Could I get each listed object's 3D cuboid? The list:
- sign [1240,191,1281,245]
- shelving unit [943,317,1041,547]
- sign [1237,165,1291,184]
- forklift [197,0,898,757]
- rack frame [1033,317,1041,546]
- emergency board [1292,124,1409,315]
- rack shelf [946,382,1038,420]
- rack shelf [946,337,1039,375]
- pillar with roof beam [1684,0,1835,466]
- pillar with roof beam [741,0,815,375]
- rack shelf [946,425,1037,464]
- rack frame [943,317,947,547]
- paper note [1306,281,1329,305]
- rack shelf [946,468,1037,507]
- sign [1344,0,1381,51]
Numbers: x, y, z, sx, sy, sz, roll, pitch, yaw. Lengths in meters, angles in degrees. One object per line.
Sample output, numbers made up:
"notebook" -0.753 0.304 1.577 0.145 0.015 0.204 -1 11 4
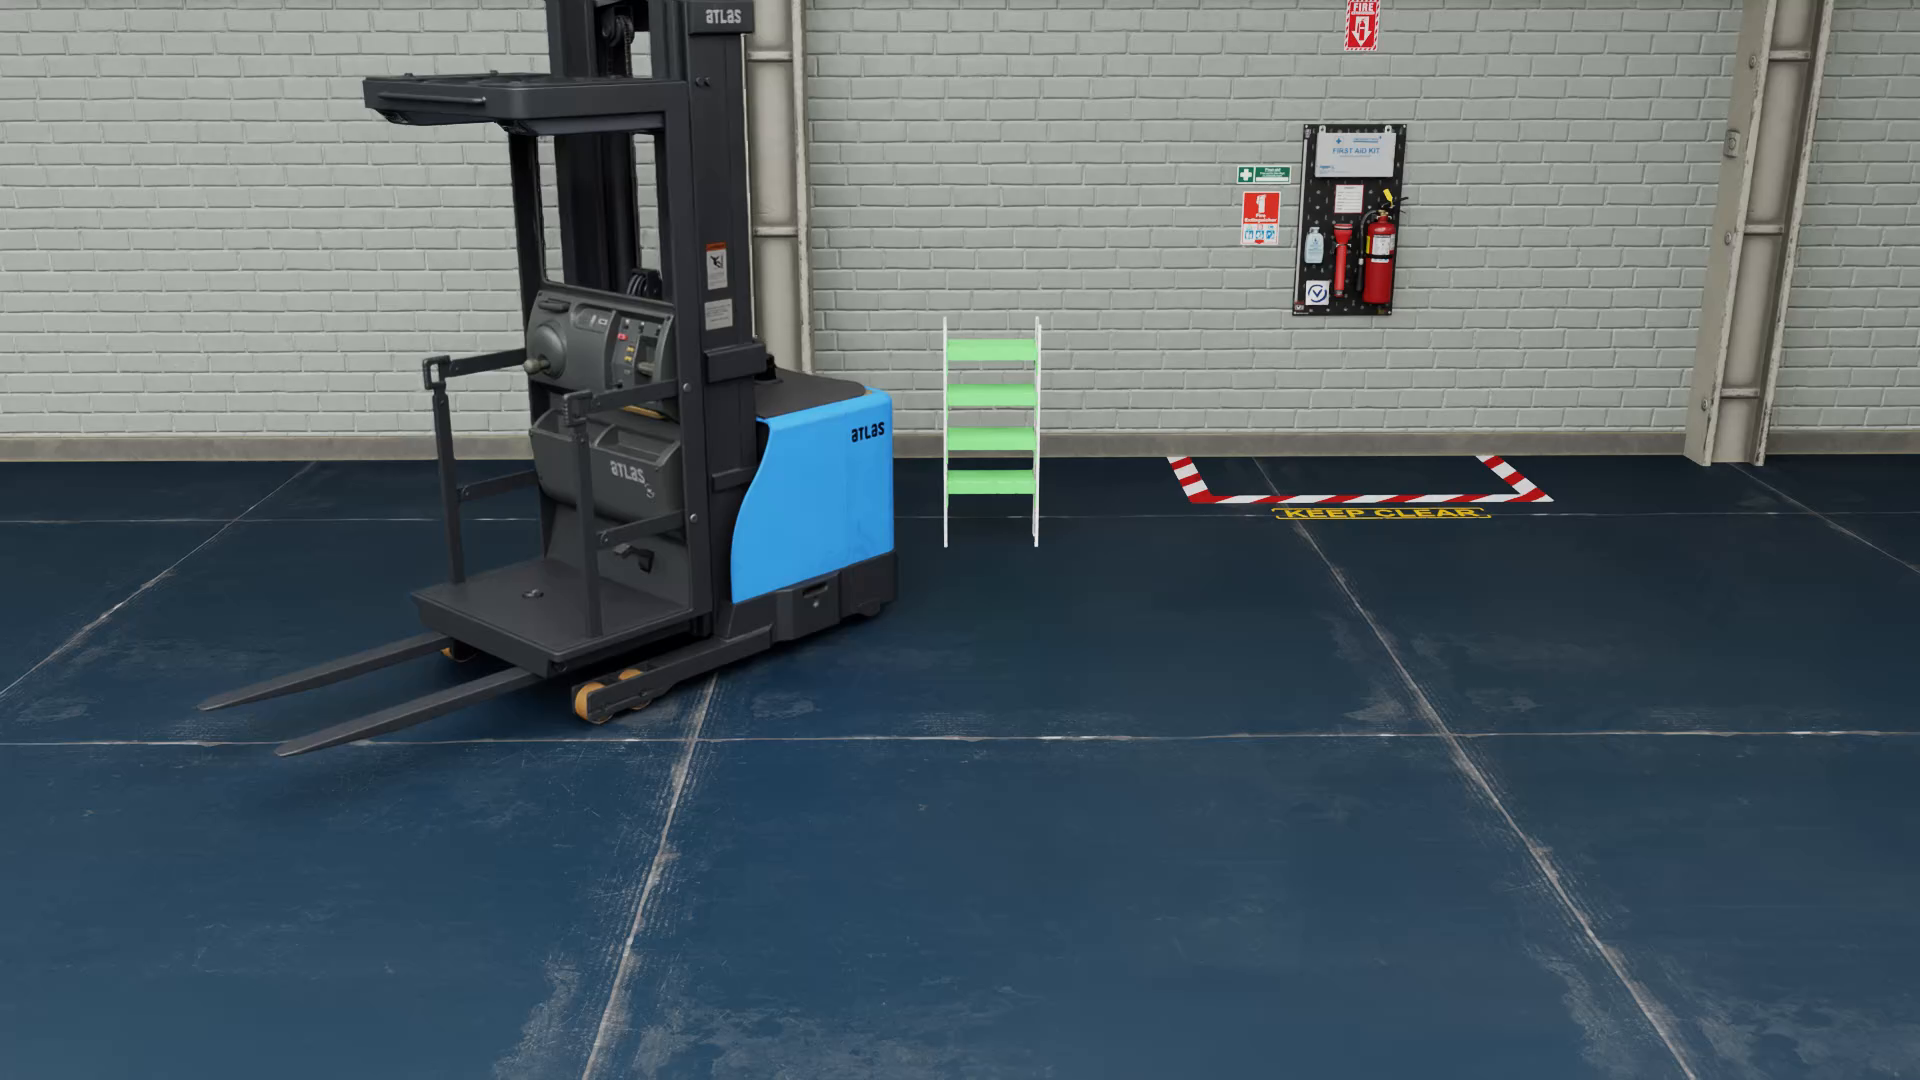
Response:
"sign" 1.859 -1.990 10.281 0.234 0.329 0.001 0 18 -1
"shelving unit" 0.166 -0.572 8.867 0.503 1.200 0.258 0 18 -1
"sign" 1.863 -2.239 10.192 0.331 0.109 0.001 0 18 -1
"forklift" -1.656 -0.826 6.823 1.130 2.935 3.031 15 23 39
"rack frame" 0.409 -0.573 8.870 0.015 1.200 0.240 0 18 -1
"emergency board" 2.413 -1.944 10.197 0.643 1.169 0.194 0 18 -1
"rack shelf" 0.166 -0.740 8.813 0.480 0.148 0.258 0 18 -1
"rack shelf" 0.166 -0.968 8.740 0.480 0.148 0.258 0 18 -1
"pillar with roof beam" 4.953 -3.486 5.183 0.400 9.000 9.100 0 18 -1
"pillar with roof beam" -1.047 -3.457 5.093 0.400 9.000 9.100 0 18 -1
"rack shelf" 0.166 -0.511 8.886 0.480 0.148 0.258 0 18 -1
"rack frame" -0.078 -0.571 8.863 0.015 1.200 0.240 0 18 -1
"paper note" 2.235 -1.545 10.395 0.142 0.148 0.016 0 18 -1
"rack shelf" 0.166 -0.283 8.960 0.480 0.148 0.258 0 18 -1
"sign" 2.404 -3.078 9.938 0.199 0.298 0.001 0 18 -1
